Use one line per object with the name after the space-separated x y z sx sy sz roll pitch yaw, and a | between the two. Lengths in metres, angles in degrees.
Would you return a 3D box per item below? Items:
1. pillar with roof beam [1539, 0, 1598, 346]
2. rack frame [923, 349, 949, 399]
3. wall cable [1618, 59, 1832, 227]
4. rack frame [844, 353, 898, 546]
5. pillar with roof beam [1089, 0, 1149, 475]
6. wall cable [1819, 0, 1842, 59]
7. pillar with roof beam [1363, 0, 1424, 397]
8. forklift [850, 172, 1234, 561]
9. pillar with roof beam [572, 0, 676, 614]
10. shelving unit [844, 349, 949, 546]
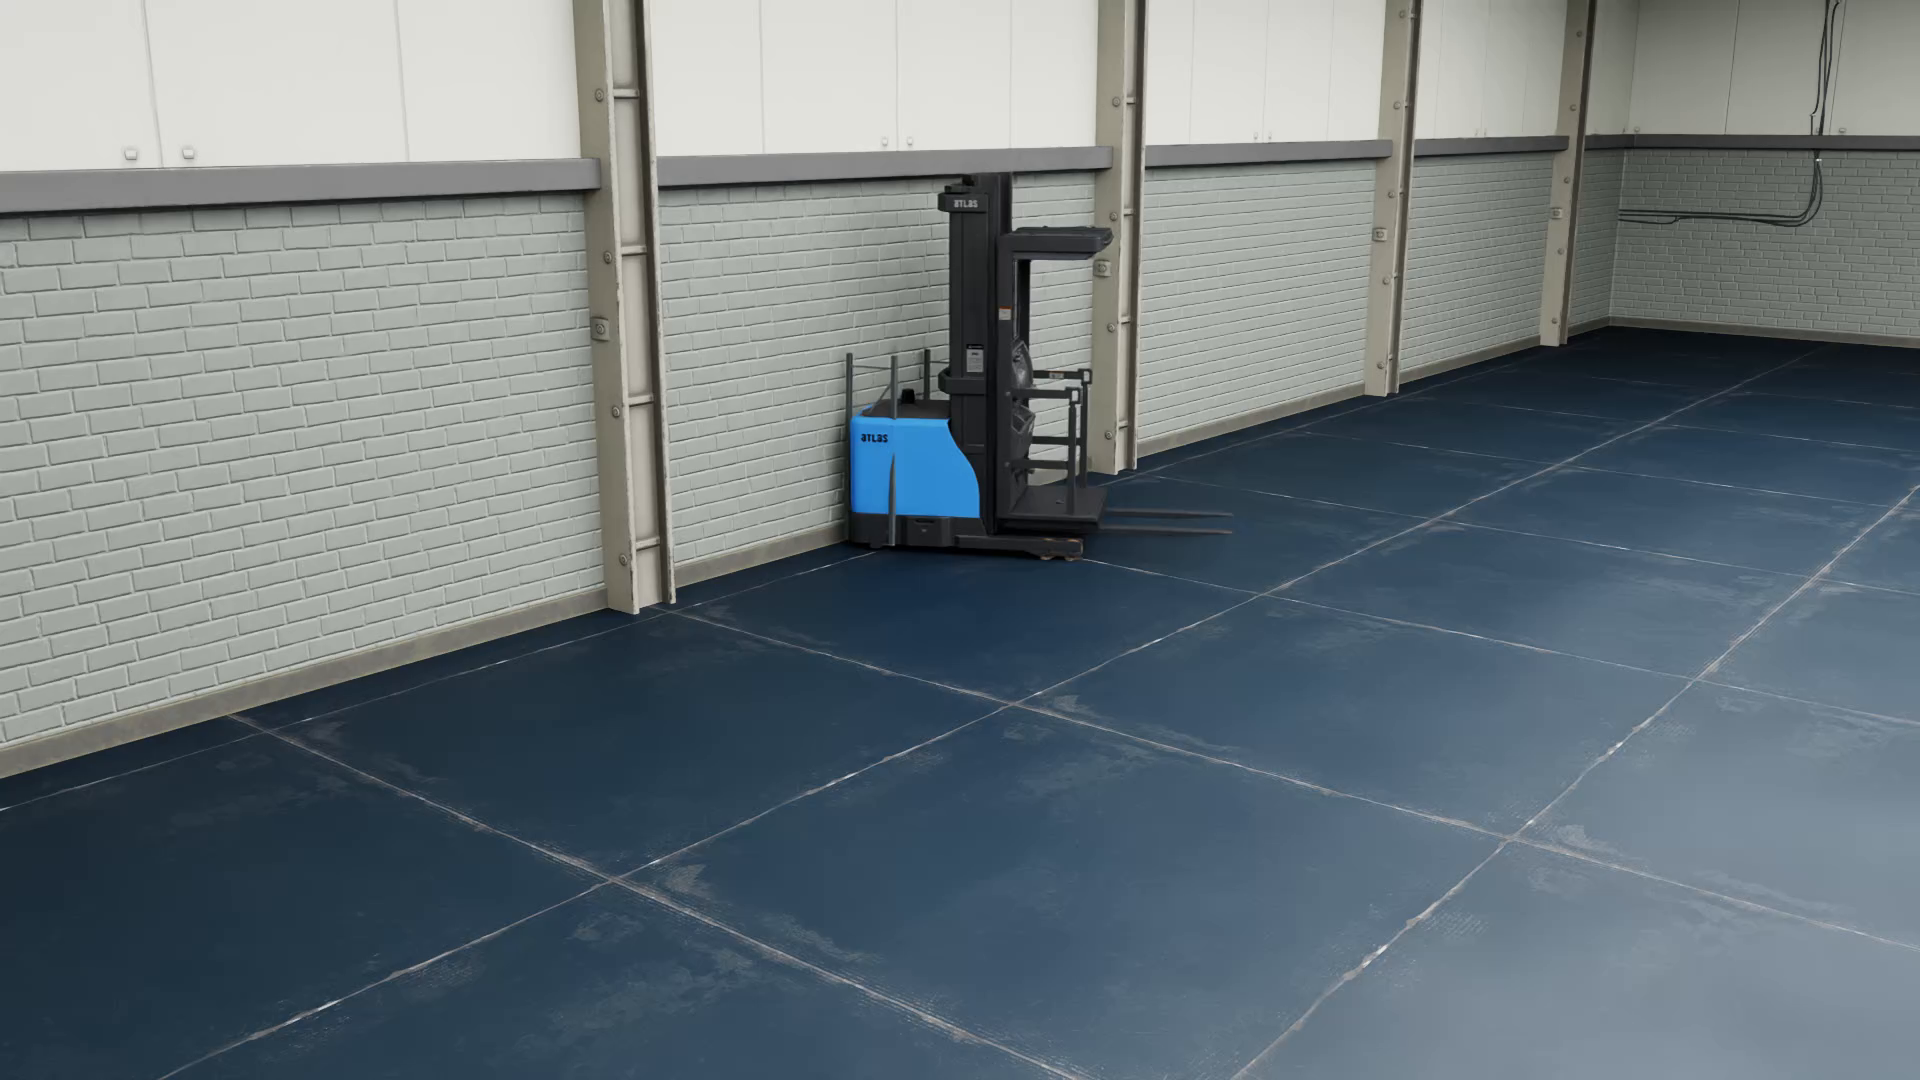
12.393 -6.685 21.662 9.100 9.000 0.400 11 18 38 | pillar with roof beam
-0.107 -0.841 13.998 0.500 1.500 0.032 8 12 35 | rack frame
11.924 -6.206 26.083 3.097 2.526 0.112 11 18 38 | wall cable
-0.707 -0.720 13.187 0.500 1.500 0.032 8 12 35 | rack frame
4.851 -4.387 12.616 9.100 9.000 0.400 11 18 38 | pillar with roof beam
14.029 -8.235 23.813 3.097 2.526 0.112 11 18 38 | wall cable
8.622 -5.536 17.139 9.100 9.000 0.400 11 18 38 | pillar with roof beam
0.682 -1.400 13.180 3.031 2.935 1.130 2 14 9 | forklift
1.080 -3.238 8.093 9.100 9.000 0.400 11 18 38 | pillar with roof beam
-0.407 -0.780 13.592 0.538 1.500 1.048 8 12 35 | shelving unit
